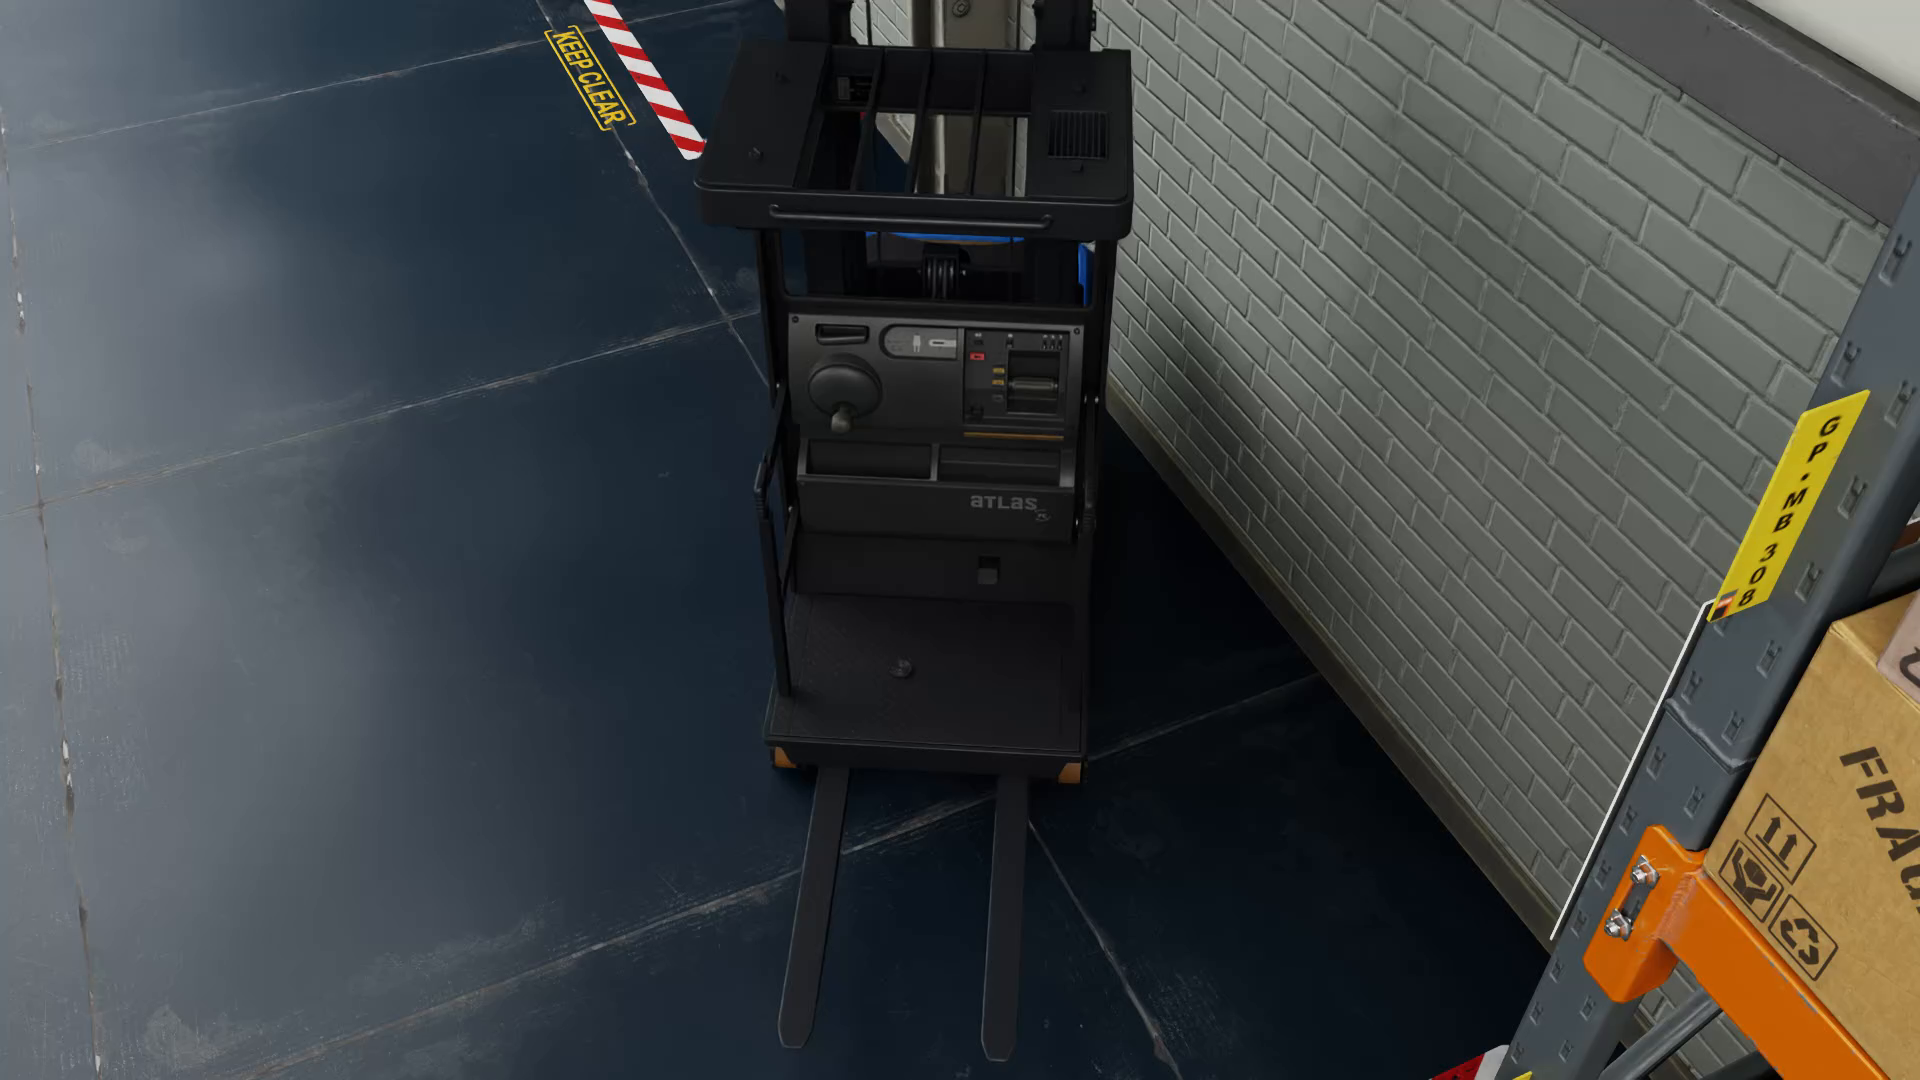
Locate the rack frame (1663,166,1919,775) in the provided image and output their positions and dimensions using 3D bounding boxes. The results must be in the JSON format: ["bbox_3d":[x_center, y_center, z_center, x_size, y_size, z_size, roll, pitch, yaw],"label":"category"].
[{"bbox_3d":[1.431,-0.949,1.305,1.000,3.000,0.127,-18,47,-17],"label":"rack frame"}]

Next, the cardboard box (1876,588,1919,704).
[{"bbox_3d":[1.372,0.037,1.644,0.500,0.500,0.500,-21,48,-20],"label":"cardboard box"}]

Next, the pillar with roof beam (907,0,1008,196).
[{"bbox_3d":[-3.919,-3.311,3.698,9.100,9.000,0.400,-18,47,-17],"label":"pillar with roof beam"}]

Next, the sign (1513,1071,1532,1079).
[{"bbox_3d":[0.938,1.039,2.945,0.100,0.325,0.005,-18,47,-17],"label":"sign"}]

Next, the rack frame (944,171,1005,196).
[{"bbox_3d":[0.057,-1.007,6.917,0.240,1.200,0.006,3,45,3],"label":"rack frame"}]

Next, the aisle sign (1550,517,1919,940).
[{"bbox_3d":[1.128,0.304,2.456,0.394,0.787,0.004,-18,47,-17],"label":"aisle sign"}]

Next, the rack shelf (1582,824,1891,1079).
[{"bbox_3d":[2.272,1.649,1.319,1.077,0.370,4.000,-18,47,-17],"label":"rack shelf"}]

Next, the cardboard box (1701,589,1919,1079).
[{"bbox_3d":[1.344,0.363,2.025,0.500,0.500,0.500,-17,47,-16],"label":"cardboard box"}]

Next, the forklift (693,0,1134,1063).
[{"bbox_3d":[-0.090,-0.429,5.098,1.130,2.935,3.031,3,45,3],"label":"forklift"}]

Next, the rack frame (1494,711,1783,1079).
[{"bbox_3d":[1.431,1.186,3.412,1.000,3.000,0.127,-18,47,-17],"label":"rack frame"}]

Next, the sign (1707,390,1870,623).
[{"bbox_3d":[0.938,-0.032,1.889,0.100,0.325,0.005,-18,47,-17],"label":"sign"}]

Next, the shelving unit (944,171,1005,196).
[{"bbox_3d":[0.051,-0.943,6.852,0.258,1.200,0.189,3,45,3],"label":"shelving unit"}]
